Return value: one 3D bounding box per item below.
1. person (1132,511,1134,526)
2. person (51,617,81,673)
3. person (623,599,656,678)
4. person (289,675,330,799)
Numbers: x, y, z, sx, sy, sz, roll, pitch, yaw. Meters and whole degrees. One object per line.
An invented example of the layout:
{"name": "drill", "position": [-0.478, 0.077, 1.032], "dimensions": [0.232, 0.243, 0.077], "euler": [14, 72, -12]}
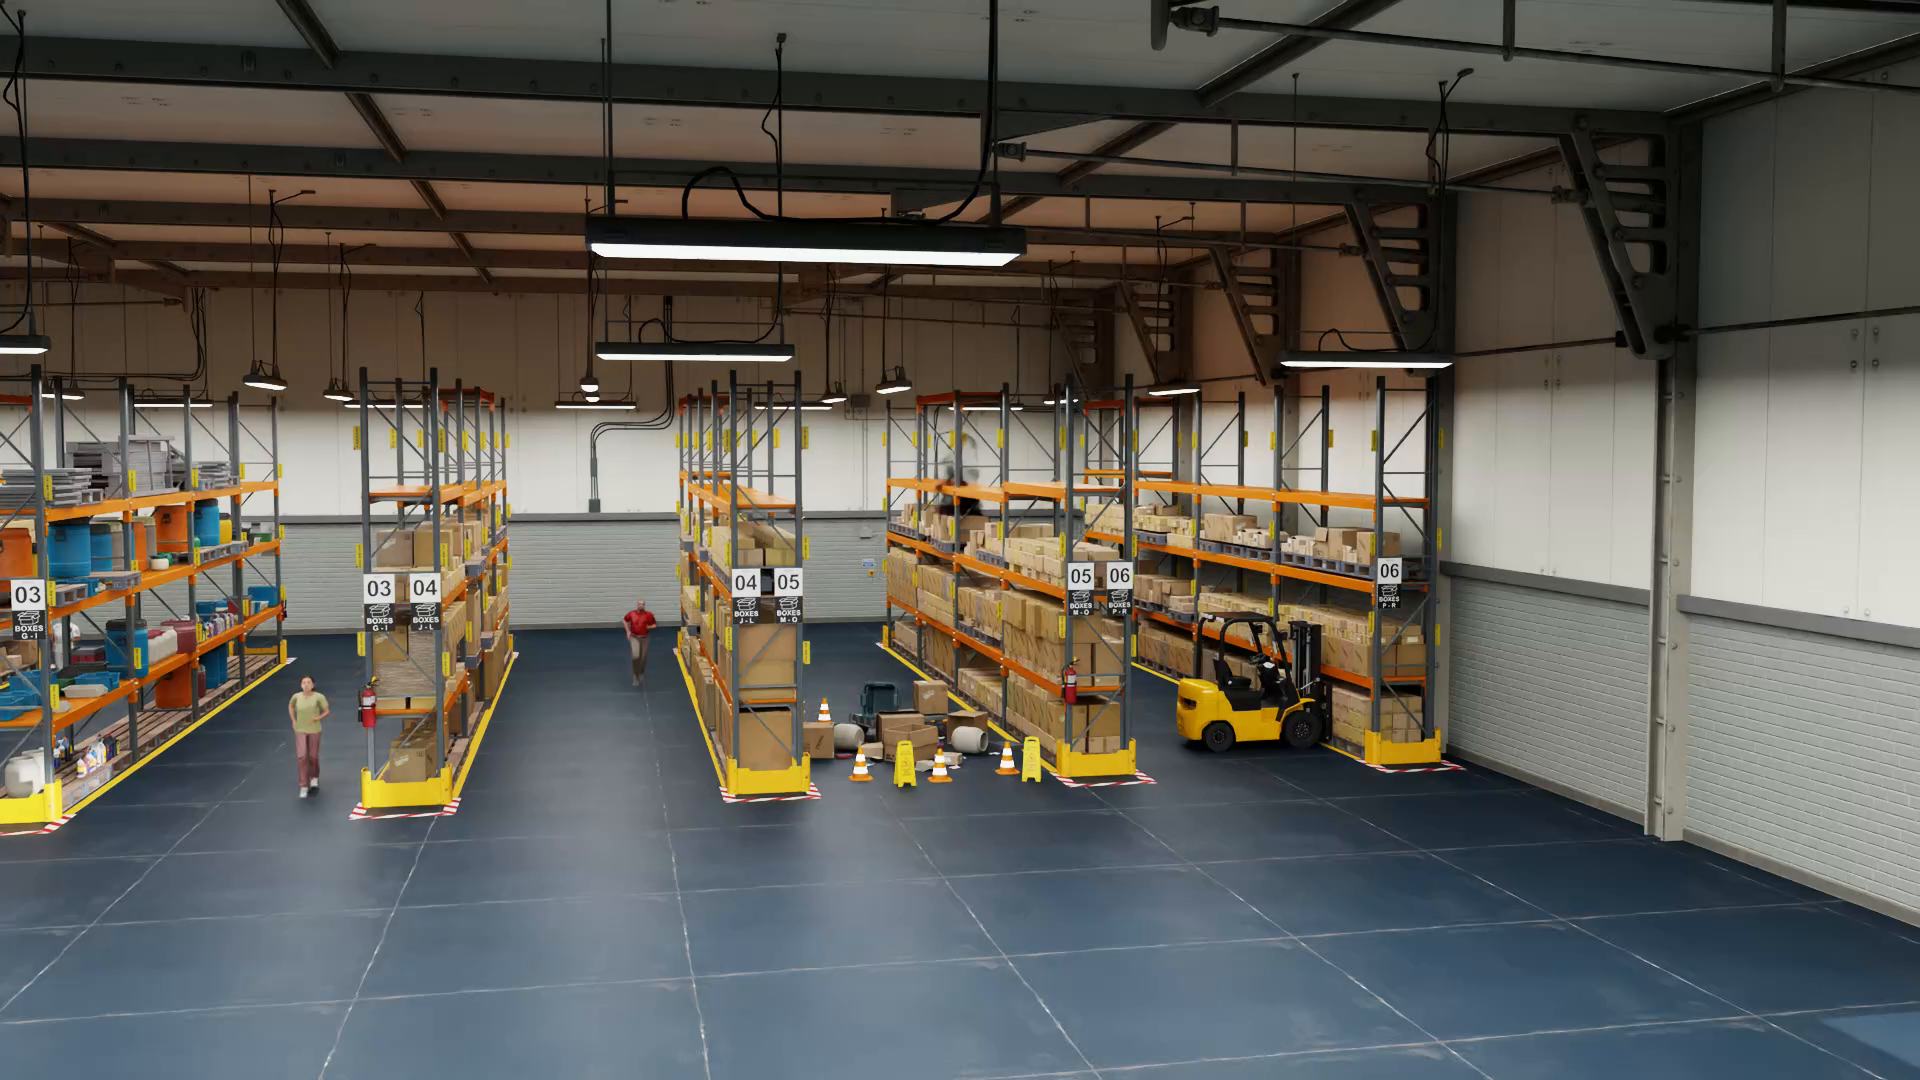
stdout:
{"name": "person", "position": [-5.586, 1.180, 27.989], "dimensions": [11.184, 2.519, 24.519], "euler": [1, 4, 20]}
{"name": "person", "position": [-17.449, 2.217, 32.450], "dimensions": [0.547, 1.737, 0.864], "euler": [-1, 4, -22]}
{"name": "person", "position": [-6.578, 2.015, 34.239], "dimensions": [0.642, 1.598, 0.779], "euler": [-1, 4, -19]}
{"name": "person", "position": [-9.261, 2.756, 23.660], "dimensions": [0.570, 1.704, 0.823], "euler": [-1, 4, -14]}
